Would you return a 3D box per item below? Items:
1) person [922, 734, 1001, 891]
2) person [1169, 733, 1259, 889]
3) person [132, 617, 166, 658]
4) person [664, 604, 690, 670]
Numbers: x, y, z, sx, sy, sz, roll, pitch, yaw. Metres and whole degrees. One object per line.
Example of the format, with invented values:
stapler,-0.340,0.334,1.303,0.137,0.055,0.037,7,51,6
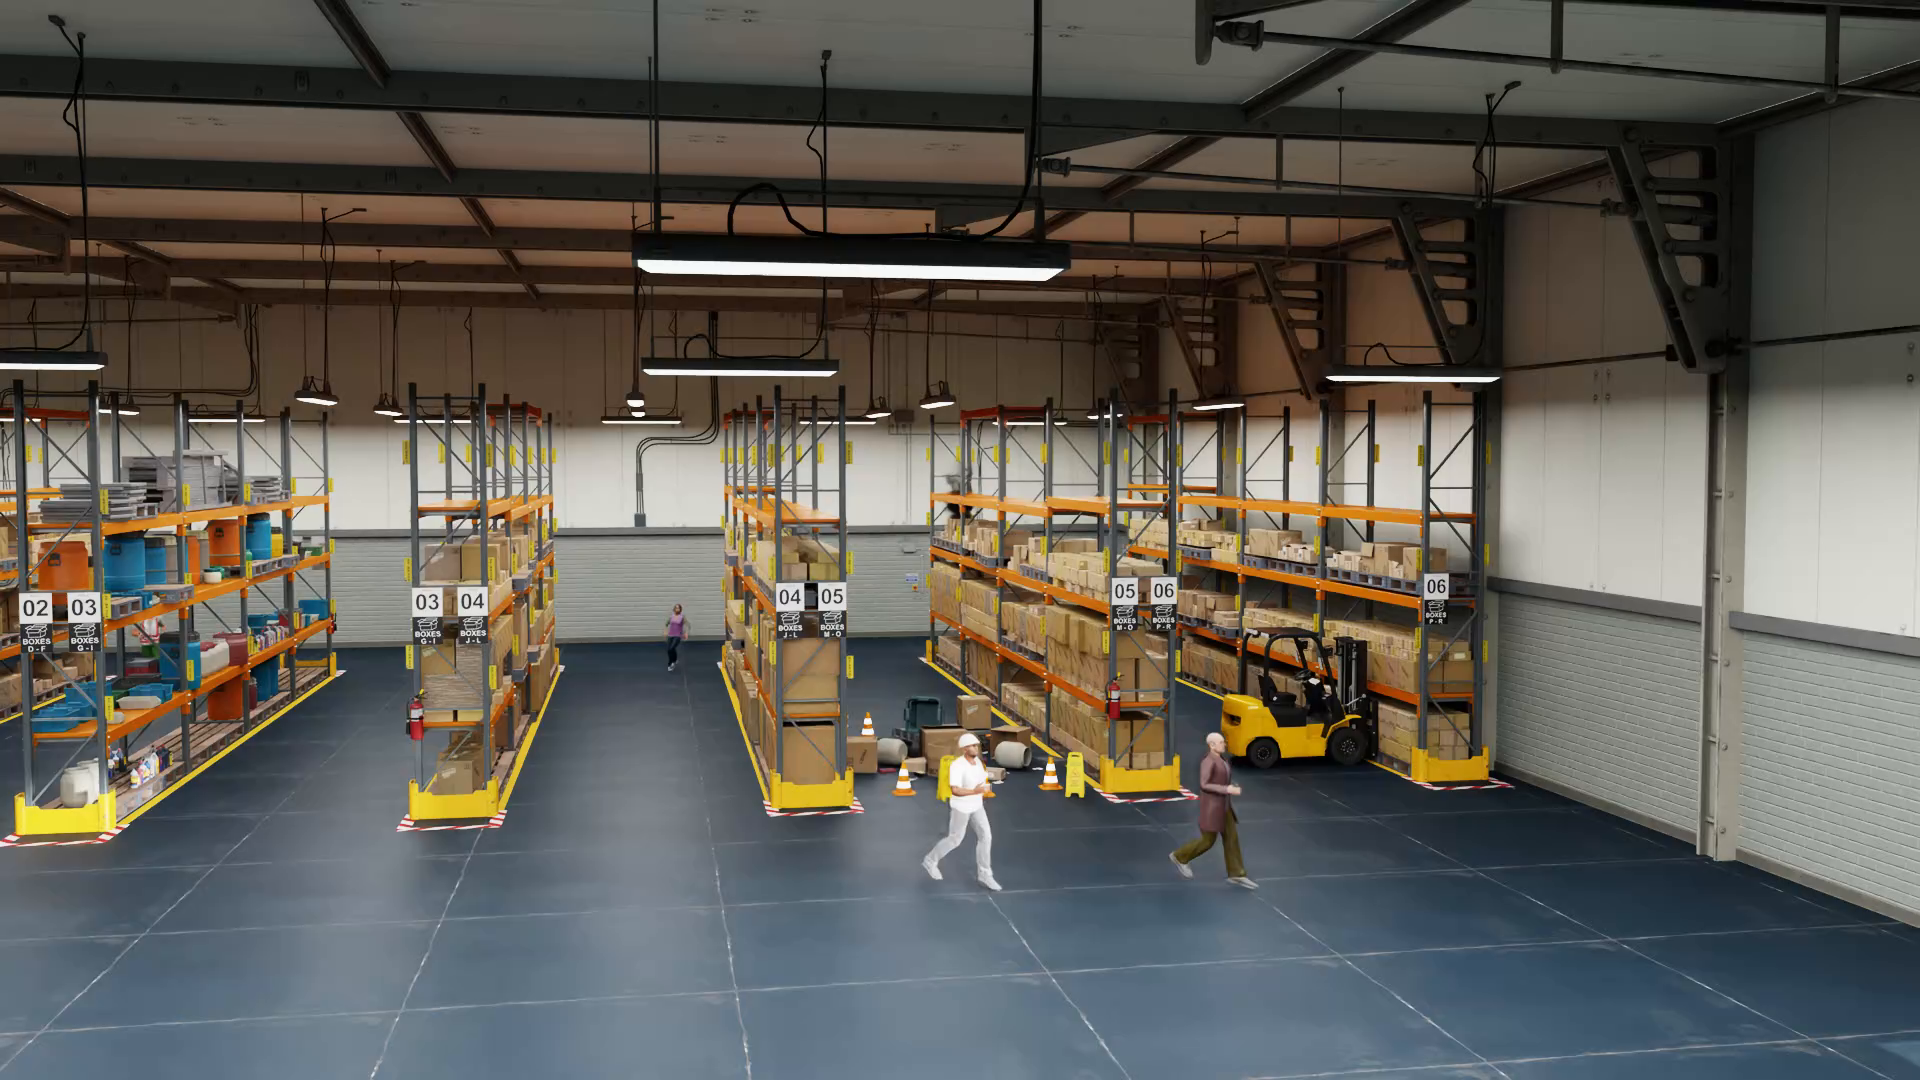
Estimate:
person,0.041,3.136,19.340,0.948,1.801,0.712,2,4,36
person,2.897,3.092,19.285,0.966,1.705,0.714,2,3,31
person,-17.563,2.282,36.039,0.669,1.792,0.978,-1,3,-26
person,-6.643,2.268,38.720,0.601,1.554,0.494,1,3,15
